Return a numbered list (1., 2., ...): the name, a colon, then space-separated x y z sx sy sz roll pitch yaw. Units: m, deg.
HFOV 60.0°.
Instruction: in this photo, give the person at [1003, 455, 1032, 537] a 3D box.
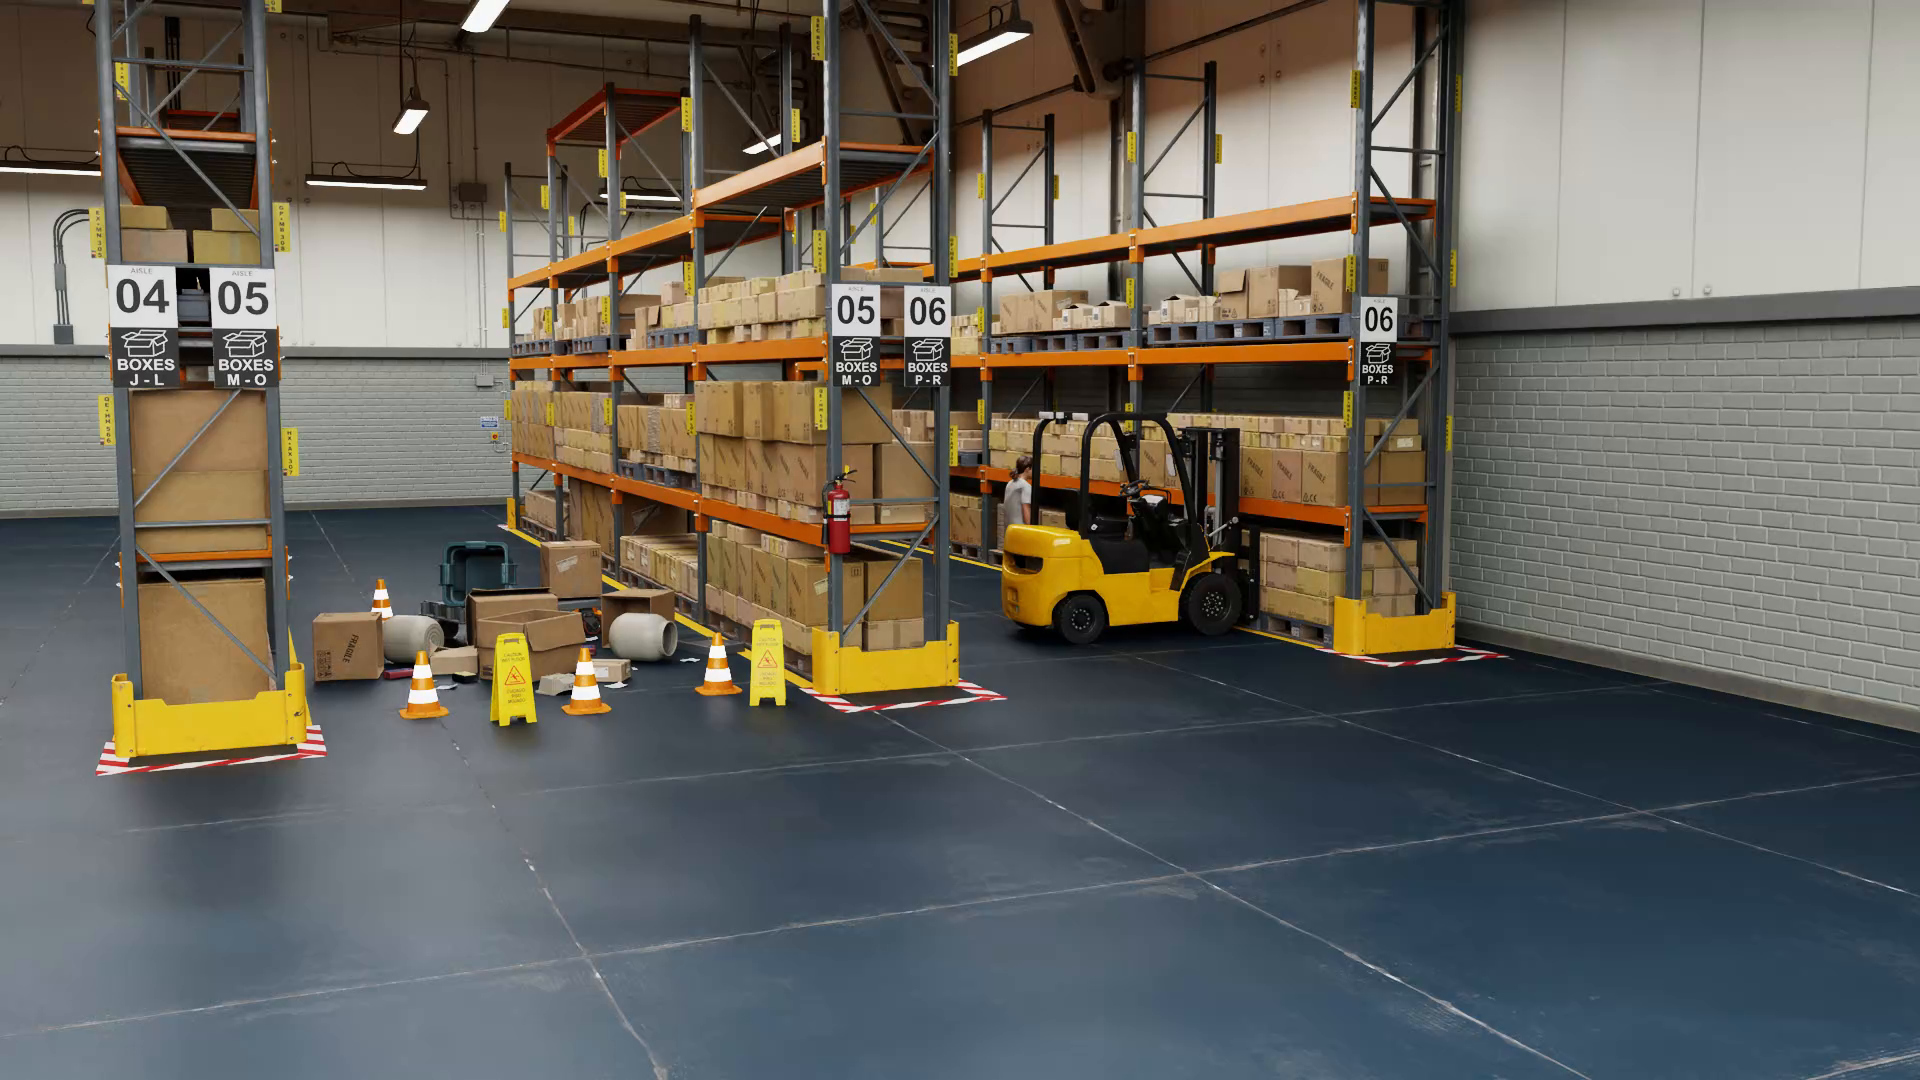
1. person: 0.648 -0.057 17.560 0.358 1.672 0.485 -3 6 -25
